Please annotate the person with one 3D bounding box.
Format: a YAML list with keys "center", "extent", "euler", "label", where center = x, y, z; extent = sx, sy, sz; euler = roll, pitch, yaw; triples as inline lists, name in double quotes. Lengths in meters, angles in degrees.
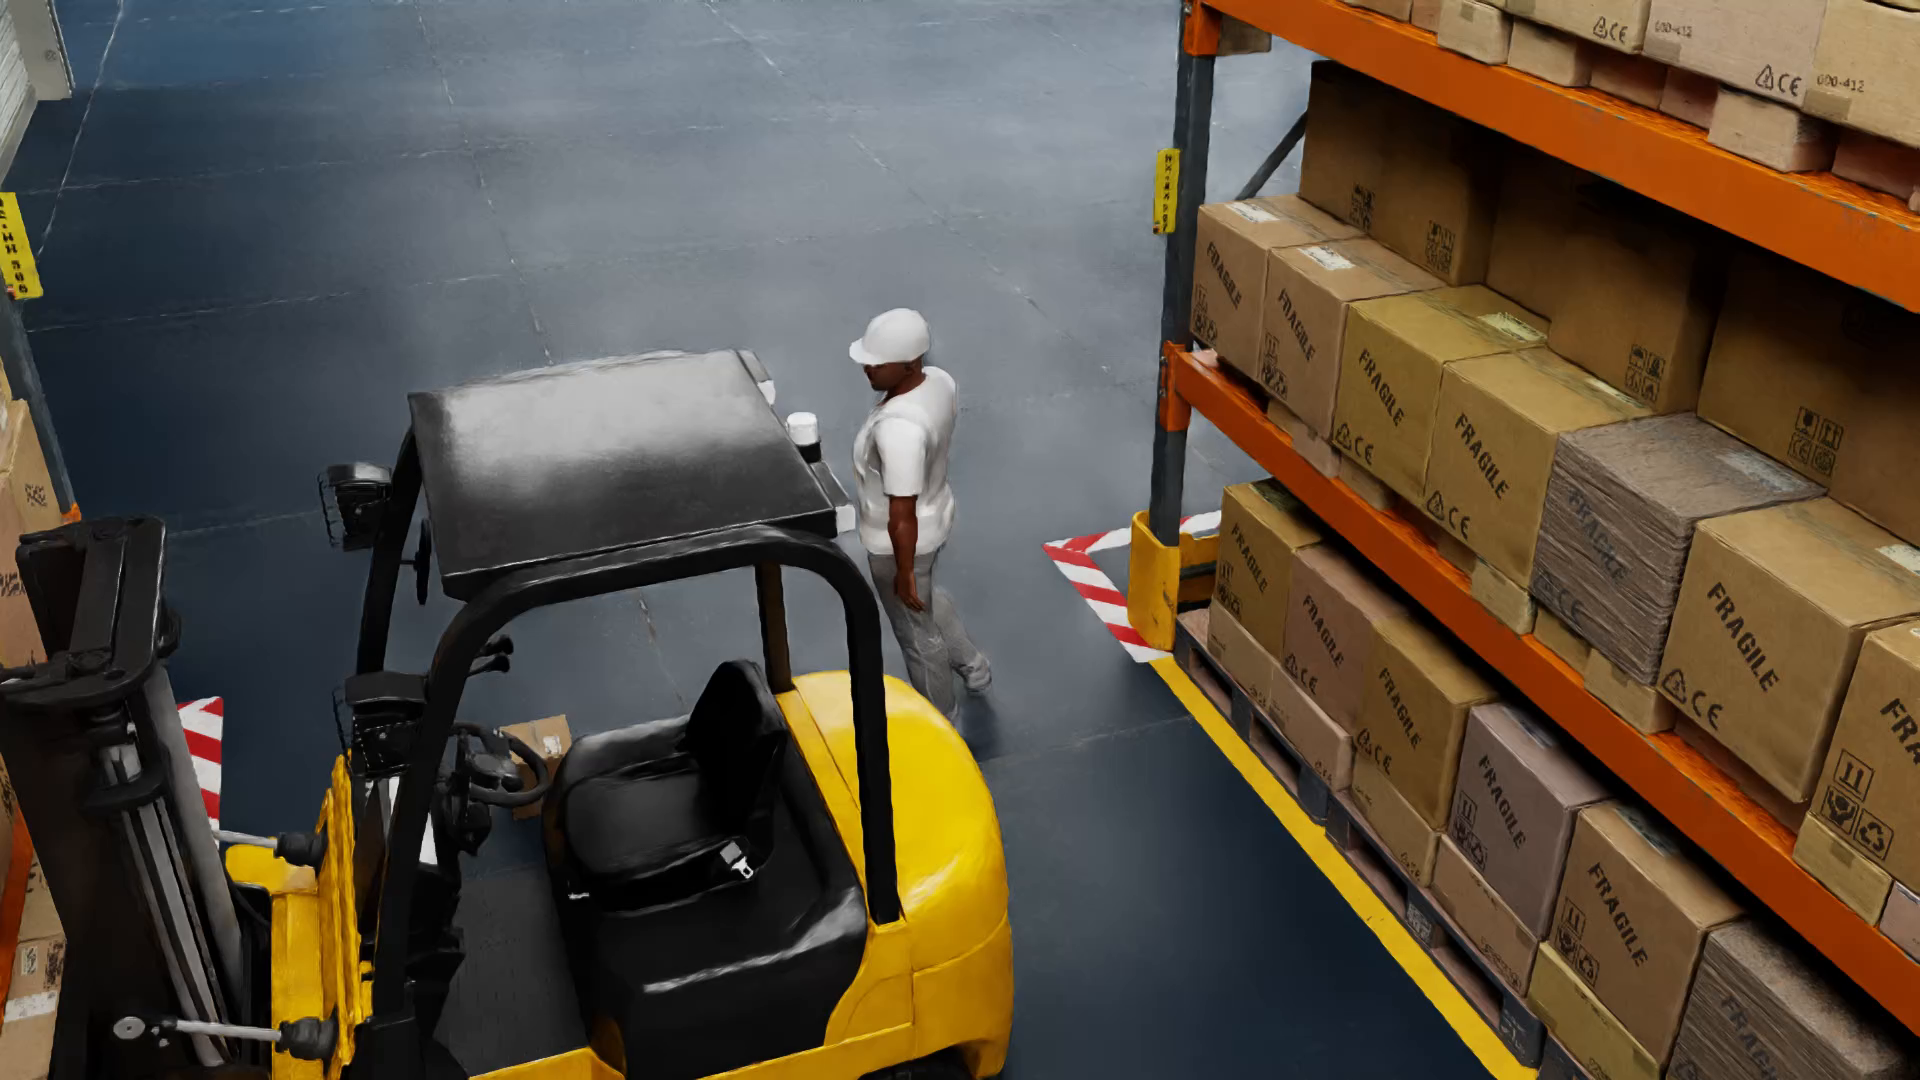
- center: [-0.129, -0.055, 6.168]
  extent: [0.451, 1.756, 0.730]
  euler: [8, 31, 13]
  label: "person"
